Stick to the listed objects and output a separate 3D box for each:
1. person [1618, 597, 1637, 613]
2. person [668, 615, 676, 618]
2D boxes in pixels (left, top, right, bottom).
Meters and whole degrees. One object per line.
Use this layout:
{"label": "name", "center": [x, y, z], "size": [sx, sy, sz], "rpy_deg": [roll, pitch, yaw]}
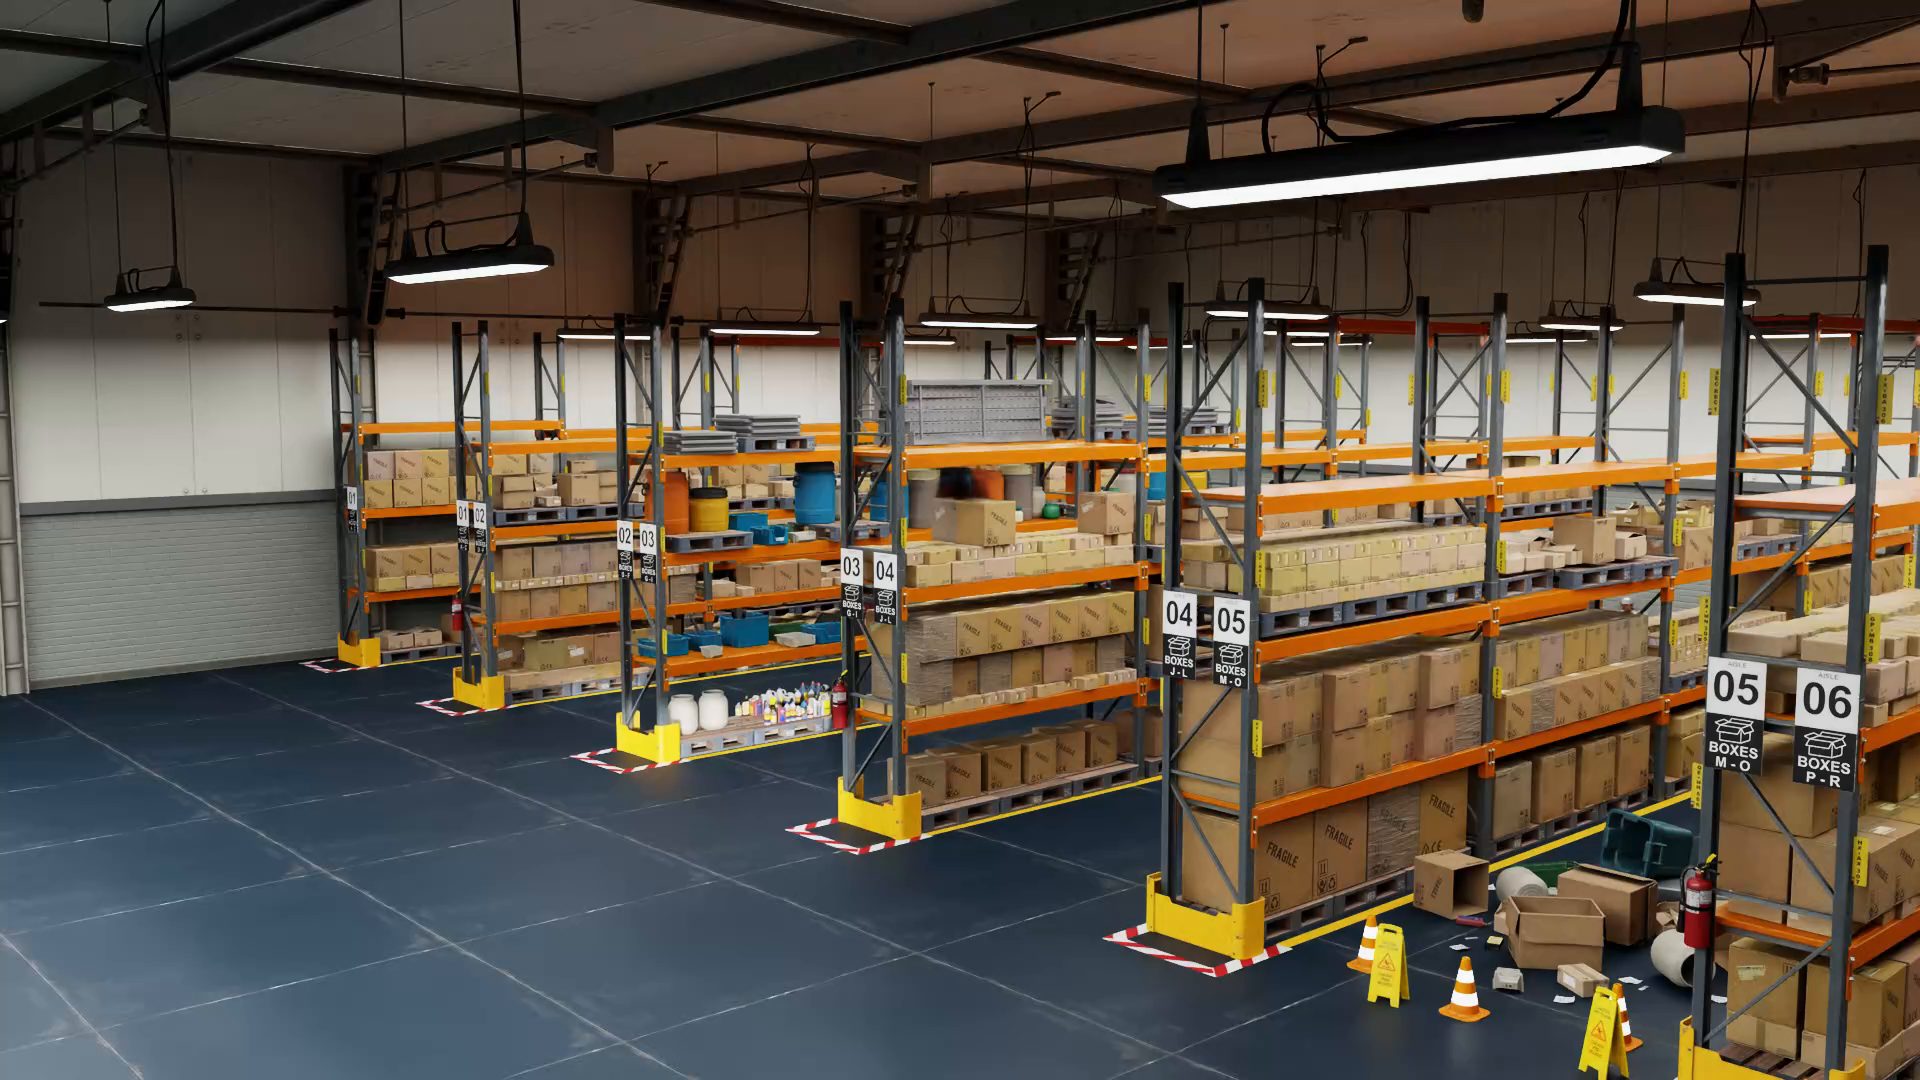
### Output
{"label": "person", "center": [10.599, 1.710, 26.440], "size": [1.028, 1.620, 0.626], "rpy_deg": [-5, 8, -42]}
{"label": "person", "center": [-5.403, 1.235, 30.717], "size": [0.614, 1.795, 0.377], "rpy_deg": [0, 6, 2]}
